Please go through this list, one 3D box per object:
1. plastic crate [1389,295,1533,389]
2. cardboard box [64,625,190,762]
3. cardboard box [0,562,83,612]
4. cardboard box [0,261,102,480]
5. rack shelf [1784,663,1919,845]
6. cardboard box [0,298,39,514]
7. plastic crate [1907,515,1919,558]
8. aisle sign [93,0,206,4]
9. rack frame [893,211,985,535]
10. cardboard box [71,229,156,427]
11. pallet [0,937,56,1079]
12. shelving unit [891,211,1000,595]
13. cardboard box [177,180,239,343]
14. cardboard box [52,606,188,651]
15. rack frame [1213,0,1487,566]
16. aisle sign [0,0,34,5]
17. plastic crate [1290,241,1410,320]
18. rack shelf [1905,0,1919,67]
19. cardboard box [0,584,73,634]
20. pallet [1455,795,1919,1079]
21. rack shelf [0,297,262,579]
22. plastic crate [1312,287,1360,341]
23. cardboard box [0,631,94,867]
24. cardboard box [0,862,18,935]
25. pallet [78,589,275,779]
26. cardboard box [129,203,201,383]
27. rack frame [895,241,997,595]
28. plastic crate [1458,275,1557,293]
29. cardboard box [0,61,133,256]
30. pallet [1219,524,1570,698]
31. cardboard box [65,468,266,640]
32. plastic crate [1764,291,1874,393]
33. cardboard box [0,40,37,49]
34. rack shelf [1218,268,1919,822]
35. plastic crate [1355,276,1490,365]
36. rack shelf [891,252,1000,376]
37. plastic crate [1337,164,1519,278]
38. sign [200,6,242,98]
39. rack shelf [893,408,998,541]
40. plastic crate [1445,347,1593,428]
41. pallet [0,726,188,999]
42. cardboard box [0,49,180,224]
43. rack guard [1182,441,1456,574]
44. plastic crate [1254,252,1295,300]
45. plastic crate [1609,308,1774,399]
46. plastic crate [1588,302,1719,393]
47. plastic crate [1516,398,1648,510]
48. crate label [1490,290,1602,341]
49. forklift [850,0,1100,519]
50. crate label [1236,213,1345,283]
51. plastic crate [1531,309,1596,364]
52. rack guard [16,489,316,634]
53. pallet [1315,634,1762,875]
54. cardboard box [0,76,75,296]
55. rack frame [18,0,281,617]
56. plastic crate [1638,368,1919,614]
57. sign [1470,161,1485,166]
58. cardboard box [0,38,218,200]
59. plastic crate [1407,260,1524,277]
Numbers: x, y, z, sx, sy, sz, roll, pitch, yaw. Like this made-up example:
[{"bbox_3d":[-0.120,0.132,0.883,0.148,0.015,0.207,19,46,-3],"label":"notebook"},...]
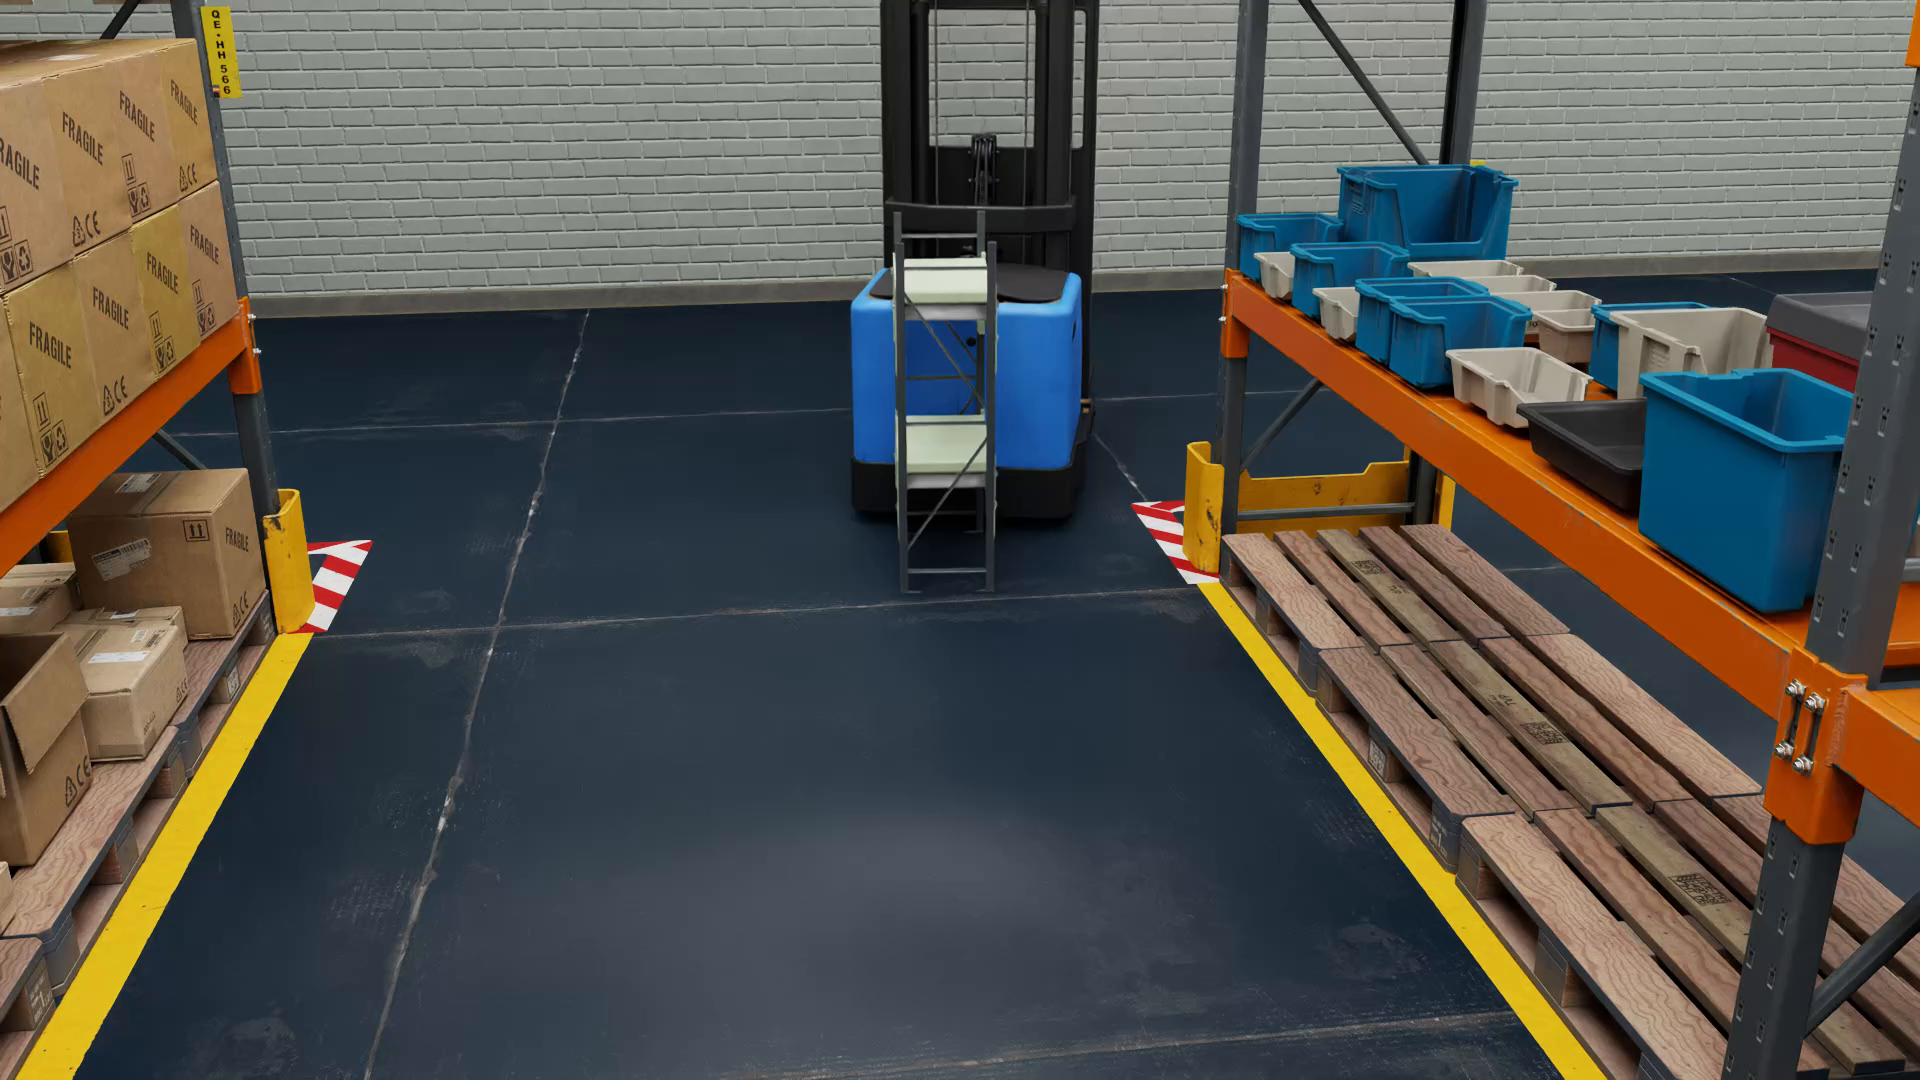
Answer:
[{"bbox_3d":[1.567,-0.624,5.253,0.416,0.233,0.300,-3,21,-8],"label":"plastic crate"},{"bbox_3d":[-2.849,0.501,5.389,0.500,0.250,0.500,-3,21,-8],"label":"cardboard box"},{"bbox_3d":[-3.558,0.204,6.328,0.380,0.149,0.250,-3,21,-8],"label":"cardboard box"},{"bbox_3d":[-2.727,-0.466,4.534,0.500,0.500,0.500,-3,21,-9],"label":"cardboard box"},{"bbox_3d":[2.489,1.078,1.570,1.077,0.370,4.000,-3,21,-8],"label":"rack shelf"},{"bbox_3d":[-2.652,-0.290,4.063,0.500,0.500,0.500,-3,21,-8],"label":"cardboard box"},{"bbox_3d":[2.275,-0.024,3.784,0.396,0.136,0.243,-3,21,-8],"label":"plastic crate"},{"bbox_3d":[-2.985,-2.344,5.990,0.394,0.787,0.004,-3,21,-8],"label":"aisle sign"},{"bbox_3d":[-0.091,-0.732,7.531,0.400,1.500,0.023,-1,21,-3],"label":"rack frame"},{"bbox_3d":[-2.799,-0.640,5.001,0.500,0.500,0.500,-3,21,-7],"label":"cardboard box"},{"bbox_3d":[-2.799,1.366,3.757,1.003,0.211,1.213,-3,21,-8],"label":"pallet"},{"bbox_3d":[-0.073,-0.604,7.189,0.431,1.500,0.755,-1,21,-3],"label":"shelving unit"},{"bbox_3d":[-2.944,-0.993,5.945,0.500,0.500,0.500,-2,21,-6],"label":"cardboard box"},{"bbox_3d":[-2.986,0.354,5.901,0.380,0.166,0.250,-3,21,-8],"label":"cardboard box"},{"bbox_3d":[1.624,-1.336,7.006,1.000,3.000,0.127,-3,21,-8],"label":"rack frame"},{"bbox_3d":[-3.578,-2.314,5.909,0.394,0.787,0.004,-3,21,-8],"label":"aisle sign"},{"bbox_3d":[1.429,-0.956,6.141,0.416,0.233,0.300,-3,21,-8],"label":"plastic crate"},{"bbox_3d":[1.913,-1.712,4.753,1.077,0.370,4.000,-3,21,-8],"label":"rack shelf"},{"bbox_3d":[-3.408,0.370,5.739,0.500,0.250,0.500,-3,21,-8],"label":"cardboard box"},{"bbox_3d":[2.056,1.103,4.462,1.003,0.211,1.213,-3,21,-8],"label":"pallet"},{"bbox_3d":[-2.990,-0.058,4.612,1.077,0.370,4.000,-3,21,-8],"label":"rack shelf"},{"bbox_3d":[1.396,-0.788,5.831,0.250,0.136,0.298,-3,21,-8],"label":"plastic crate"},{"bbox_3d":[-2.977,0.611,4.733,0.797,0.503,0.637,-3,21,-8],"label":"cardboard box"},{"bbox_3d":[-2.682,0.963,4.270,0.380,0.166,0.250,-3,21,-8],"label":"cardboard box"},{"bbox_3d":[-3.151,0.521,6.019,1.003,0.211,1.213,-3,21,-8],"label":"pallet"},{"bbox_3d":[-2.866,-0.813,5.464,0.500,0.500,0.500,-3,21,-7],"label":"cardboard box"},{"bbox_3d":[-0.055,-0.476,6.846,0.400,1.500,0.023,-1,21,-3],"label":"rack frame"},{"bbox_3d":[1.948,-0.866,6.039,0.396,0.136,0.243,-3,21,-8],"label":"plastic crate"},{"bbox_3d":[-2.789,-1.108,4.824,0.500,0.500,0.500,-2,21,-6],"label":"cardboard box"},{"bbox_3d":[1.705,0.258,6.724,1.003,0.211,1.213,-3,21,-8],"label":"pallet"},{"bbox_3d":[-2.956,0.053,6.230,0.500,0.500,0.500,-3,21,-8],"label":"cardboard box"},{"bbox_3d":[2.320,-0.331,4.138,0.402,0.464,0.583,-3,21,-8],"label":"plastic crate"},{"bbox_3d":[-3.475,-1.436,5.701,0.500,0.500,0.500,-2,21,-6],"label":"cardboard box"},{"bbox_3d":[1.913,-0.306,5.278,1.077,0.370,4.000,-3,21,-8],"label":"rack shelf"},{"bbox_3d":[1.524,-0.728,5.531,0.416,0.233,0.300,-3,21,-8],"label":"plastic crate"},{"bbox_3d":[-0.073,-0.969,7.052,0.431,0.370,0.720,-1,21,-3],"label":"rack shelf"},{"bbox_3d":[1.857,-1.274,6.704,0.616,0.435,0.499,-3,21,-8],"label":"plastic crate"},{"bbox_3d":[-2.726,-1.799,6.139,0.100,0.325,0.005,-3,21,-8],"label":"sign"},{"bbox_3d":[-0.073,-0.298,7.303,0.431,0.370,0.720,-1,21,-3],"label":"rack shelf"},{"bbox_3d":[1.652,-0.443,4.907,0.293,0.136,0.466,-3,21,-8],"label":"plastic crate"},{"bbox_3d":[-2.978,0.943,4.891,1.003,0.211,1.213,-3,21,-8],"label":"pallet"},{"bbox_3d":[-2.868,-1.288,5.304,0.500,0.500,0.500,-2,21,-6],"label":"cardboard box"},{"bbox_3d":[1.608,-0.173,7.464,1.175,0.500,0.348,-3,21,-8],"label":"rack guard"},{"bbox_3d":[1.298,-1.023,6.460,0.250,0.136,0.298,-3,21,-8],"label":"plastic crate"},{"bbox_3d":[2.163,-0.462,4.749,0.437,0.282,0.530,-3,21,-8],"label":"plastic crate"},{"bbox_3d":[2.174,-0.588,5.156,0.416,0.233,0.300,-3,21,-8],"label":"plastic crate"},{"bbox_3d":[1.774,-0.224,4.337,0.437,0.125,0.590,-3,21,-8],"label":"plastic crate"},{"bbox_3d":[2.013,-0.771,5.785,0.396,0.136,0.243,-3,21,-8],"label":"crate label"},{"bbox_3d":[0.177,-1.949,8.745,1.130,2.935,3.031,2,21,7],"label":"forklift"},{"bbox_3d":[1.334,-1.184,6.751,0.416,0.233,0.303,-3,21,-8],"label":"crate label"},{"bbox_3d":[2.074,-0.669,5.513,0.298,0.136,0.250,-3,21,-8],"label":"plastic crate"},{"bbox_3d":[-3.267,0.110,6.707,1.175,0.500,0.348,-3,21,-8],"label":"rack guard"},{"bbox_3d":[1.877,0.679,5.596,1.003,0.211,1.213,-3,21,-8],"label":"pallet"},{"bbox_3d":[-2.715,-0.930,4.348,0.500,0.500,0.500,-2,21,-6],"label":"cardboard box"},{"bbox_3d":[-3.278,-1.087,6.340,1.000,3.000,0.127,-3,21,-8],"label":"rack frame"},{"bbox_3d":[1.796,-0.116,3.677,0.392,0.384,0.575,-3,21,-8],"label":"plastic crate"},{"bbox_3d":[2.166,-1.446,7.067,0.100,0.325,0.005,-3,21,-8],"label":"sign"},{"bbox_3d":[-2.942,-1.462,5.773,0.500,0.500,0.500,-3,21,-8],"label":"cardboard box"},{"bbox_3d":[1.921,-0.967,6.310,0.396,0.136,0.243,-3,21,-8],"label":"plastic crate"}]
